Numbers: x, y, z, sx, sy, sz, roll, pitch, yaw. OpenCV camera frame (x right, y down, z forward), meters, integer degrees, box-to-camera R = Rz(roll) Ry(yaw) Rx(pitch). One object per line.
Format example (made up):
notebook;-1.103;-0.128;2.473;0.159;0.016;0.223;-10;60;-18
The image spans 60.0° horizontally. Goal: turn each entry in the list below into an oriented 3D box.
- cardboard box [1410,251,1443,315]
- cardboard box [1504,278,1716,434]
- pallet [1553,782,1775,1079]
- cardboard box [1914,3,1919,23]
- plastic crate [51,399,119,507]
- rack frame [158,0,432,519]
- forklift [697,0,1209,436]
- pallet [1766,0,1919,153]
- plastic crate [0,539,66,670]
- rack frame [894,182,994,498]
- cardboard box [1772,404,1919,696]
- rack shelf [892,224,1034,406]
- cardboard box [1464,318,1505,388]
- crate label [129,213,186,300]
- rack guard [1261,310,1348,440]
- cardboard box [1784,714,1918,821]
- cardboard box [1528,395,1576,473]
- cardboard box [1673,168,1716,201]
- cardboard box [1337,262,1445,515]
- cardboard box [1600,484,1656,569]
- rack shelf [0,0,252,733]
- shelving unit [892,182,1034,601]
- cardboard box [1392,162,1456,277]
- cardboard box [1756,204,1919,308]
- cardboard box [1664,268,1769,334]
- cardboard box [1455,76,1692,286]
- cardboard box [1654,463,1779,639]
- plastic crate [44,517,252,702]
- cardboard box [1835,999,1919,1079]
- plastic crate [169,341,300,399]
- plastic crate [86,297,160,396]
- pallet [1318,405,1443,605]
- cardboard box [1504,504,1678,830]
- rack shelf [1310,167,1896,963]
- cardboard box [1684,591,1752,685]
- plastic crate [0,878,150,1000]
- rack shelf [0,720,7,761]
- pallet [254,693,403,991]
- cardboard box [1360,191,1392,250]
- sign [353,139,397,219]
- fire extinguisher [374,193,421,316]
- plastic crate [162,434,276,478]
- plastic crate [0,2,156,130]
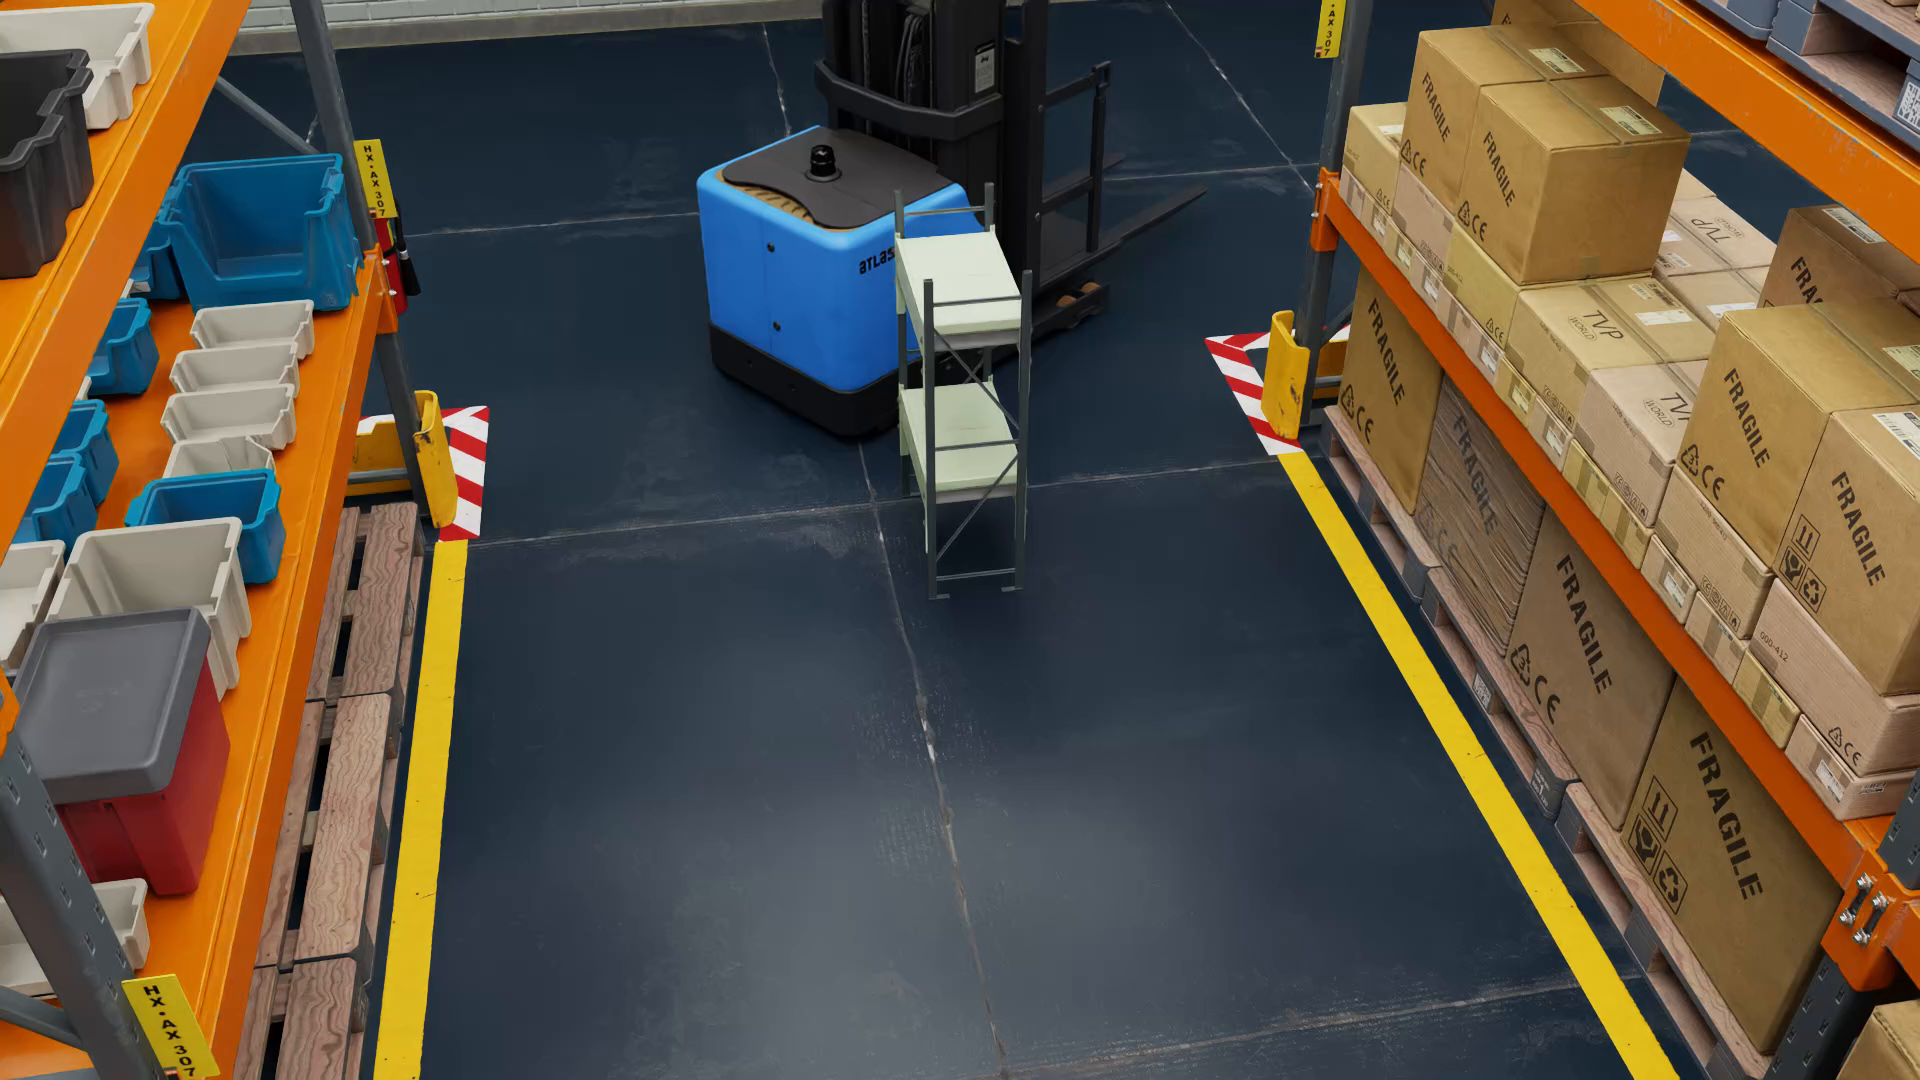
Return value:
cardboard box;1.936;-0.988;6.281;0.380;0.149;0.250;-7;38;-9
cardboard box;2.157;-0.611;5.472;0.500;0.250;0.500;-7;38;-9
pallet;2.705;1.246;5.475;1.003;0.211;1.213;-6;38;-8
cardboard box;2.565;-1.283;3.507;0.700;0.500;0.500;-8;39;-11
plastic crate;-2.867;-0.249;5.213;0.416;0.233;0.300;-6;38;-8
rack frame;-2.817;-1.271;6.441;1.000;3.000;0.127;-6;38;-8
forklift;0.140;-2.454;8.020;1.130;2.935;3.031;30;47;33
pallet;2.628;-1.033;3.762;1.003;0.211;1.213;-6;38;-8
plastic crate;-2.716;0.206;4.706;0.293;0.136;0.466;-6;38;-8
rack frame;-0.063;-0.809;7.069;0.400;1.500;0.023;-6;38;-8
cardboard box;2.417;0.009;4.062;0.500;0.500;0.500;-5;38;-7
rack shelf;0.001;-0.896;6.545;0.431;0.370;0.720;-6;38;-8
cardboard box;2.025;-0.678;5.883;0.380;0.149;0.250;-7;38;-8
crate label;-3.097;-1.044;6.237;0.416;0.233;0.303;-6;38;-8
rack guard;2.056;-0.831;7.912;1.175;0.500;0.348;-6;38;-8
cardboard box;2.385;0.562;4.286;0.380;0.149;0.250;-6;38;-8
cardboard box;2.116;-0.368;5.483;0.380;0.149;0.250;-6;38;-7
cardboard box;2.494;-1.291;6.347;0.500;0.250;0.500;-7;38;-9
cardboard box;2.251;-0.753;7.163;0.875;0.875;0.875;-6;38;-8
cardboard box;2.204;-0.059;5.086;0.380;0.149;0.250;-6;38;-7
rack shelf;-2.466;-0.964;4.187;1.077;0.370;4.000;-6;38;-8
shelving unit;0.001;-0.588;6.785;0.431;1.500;0.755;-6;38;-8
cardboard box;1.976;-1.230;6.268;0.500;0.250;0.500;-7;38;-9
cardboard box;2.754;-0.671;4.937;0.500;0.500;0.500;-7;38;-9
cardboard box;2.679;-0.670;5.547;0.500;0.250;0.500;-6;38;-8
cardboard box;2.062;-1.225;5.650;0.500;0.500;0.500;-7;38;-9
cardboard box;2.332;0.003;4.681;0.500;0.250;0.500;-5;38;-7
plastic crate;-2.202;0.226;4.562;0.437;0.282;0.530;-6;38;-8
cardboard box;2.893;1.670;4.045;1.225;0.875;0.875;-6;38;-8
plastic crate;-2.459;-0.541;5.667;0.396;0.136;0.243;-6;38;-8
plastic crate;-2.982;-0.646;5.725;0.416;0.233;0.300;-6;38;-8
pallet;2.277;-0.228;7.372;1.003;0.211;1.213;-6;38;-8
cardboard box;2.566;0.335;5.764;0.875;0.875;0.875;-6;38;-8
rack shelf;2.410;-0.312;5.793;1.077;0.370;4.000;-6;38;-8
cardboard box;2.295;0.252;4.685;0.380;0.149;0.250;-7;38;-9
plastic crate;-2.056;0.929;3.775;0.396;0.136;0.243;-6;38;-8
rack shelf;-1.765;1.452;1.077;1.077;0.370;4.000;-6;38;-8
pallet;-2.500;1.068;5.704;1.003;0.211;1.213;-6;38;-8
cardboard box;1.843;-1.300;6.683;0.380;0.149;0.250;-7;38;-9
sign;-2.278;-1.404;6.480;0.100;0.325;0.005;-6;38;-8
fire extinguisher;-2.396;-1.233;6.759;0.296;0.674;0.183;-6;38;-8
plastic crate;-2.316;-0.199;5.227;0.298;0.136;0.250;-6;38;-8
plastic crate;-2.210;-1.130;4.030;0.437;0.136;0.530;-6;38;-8
